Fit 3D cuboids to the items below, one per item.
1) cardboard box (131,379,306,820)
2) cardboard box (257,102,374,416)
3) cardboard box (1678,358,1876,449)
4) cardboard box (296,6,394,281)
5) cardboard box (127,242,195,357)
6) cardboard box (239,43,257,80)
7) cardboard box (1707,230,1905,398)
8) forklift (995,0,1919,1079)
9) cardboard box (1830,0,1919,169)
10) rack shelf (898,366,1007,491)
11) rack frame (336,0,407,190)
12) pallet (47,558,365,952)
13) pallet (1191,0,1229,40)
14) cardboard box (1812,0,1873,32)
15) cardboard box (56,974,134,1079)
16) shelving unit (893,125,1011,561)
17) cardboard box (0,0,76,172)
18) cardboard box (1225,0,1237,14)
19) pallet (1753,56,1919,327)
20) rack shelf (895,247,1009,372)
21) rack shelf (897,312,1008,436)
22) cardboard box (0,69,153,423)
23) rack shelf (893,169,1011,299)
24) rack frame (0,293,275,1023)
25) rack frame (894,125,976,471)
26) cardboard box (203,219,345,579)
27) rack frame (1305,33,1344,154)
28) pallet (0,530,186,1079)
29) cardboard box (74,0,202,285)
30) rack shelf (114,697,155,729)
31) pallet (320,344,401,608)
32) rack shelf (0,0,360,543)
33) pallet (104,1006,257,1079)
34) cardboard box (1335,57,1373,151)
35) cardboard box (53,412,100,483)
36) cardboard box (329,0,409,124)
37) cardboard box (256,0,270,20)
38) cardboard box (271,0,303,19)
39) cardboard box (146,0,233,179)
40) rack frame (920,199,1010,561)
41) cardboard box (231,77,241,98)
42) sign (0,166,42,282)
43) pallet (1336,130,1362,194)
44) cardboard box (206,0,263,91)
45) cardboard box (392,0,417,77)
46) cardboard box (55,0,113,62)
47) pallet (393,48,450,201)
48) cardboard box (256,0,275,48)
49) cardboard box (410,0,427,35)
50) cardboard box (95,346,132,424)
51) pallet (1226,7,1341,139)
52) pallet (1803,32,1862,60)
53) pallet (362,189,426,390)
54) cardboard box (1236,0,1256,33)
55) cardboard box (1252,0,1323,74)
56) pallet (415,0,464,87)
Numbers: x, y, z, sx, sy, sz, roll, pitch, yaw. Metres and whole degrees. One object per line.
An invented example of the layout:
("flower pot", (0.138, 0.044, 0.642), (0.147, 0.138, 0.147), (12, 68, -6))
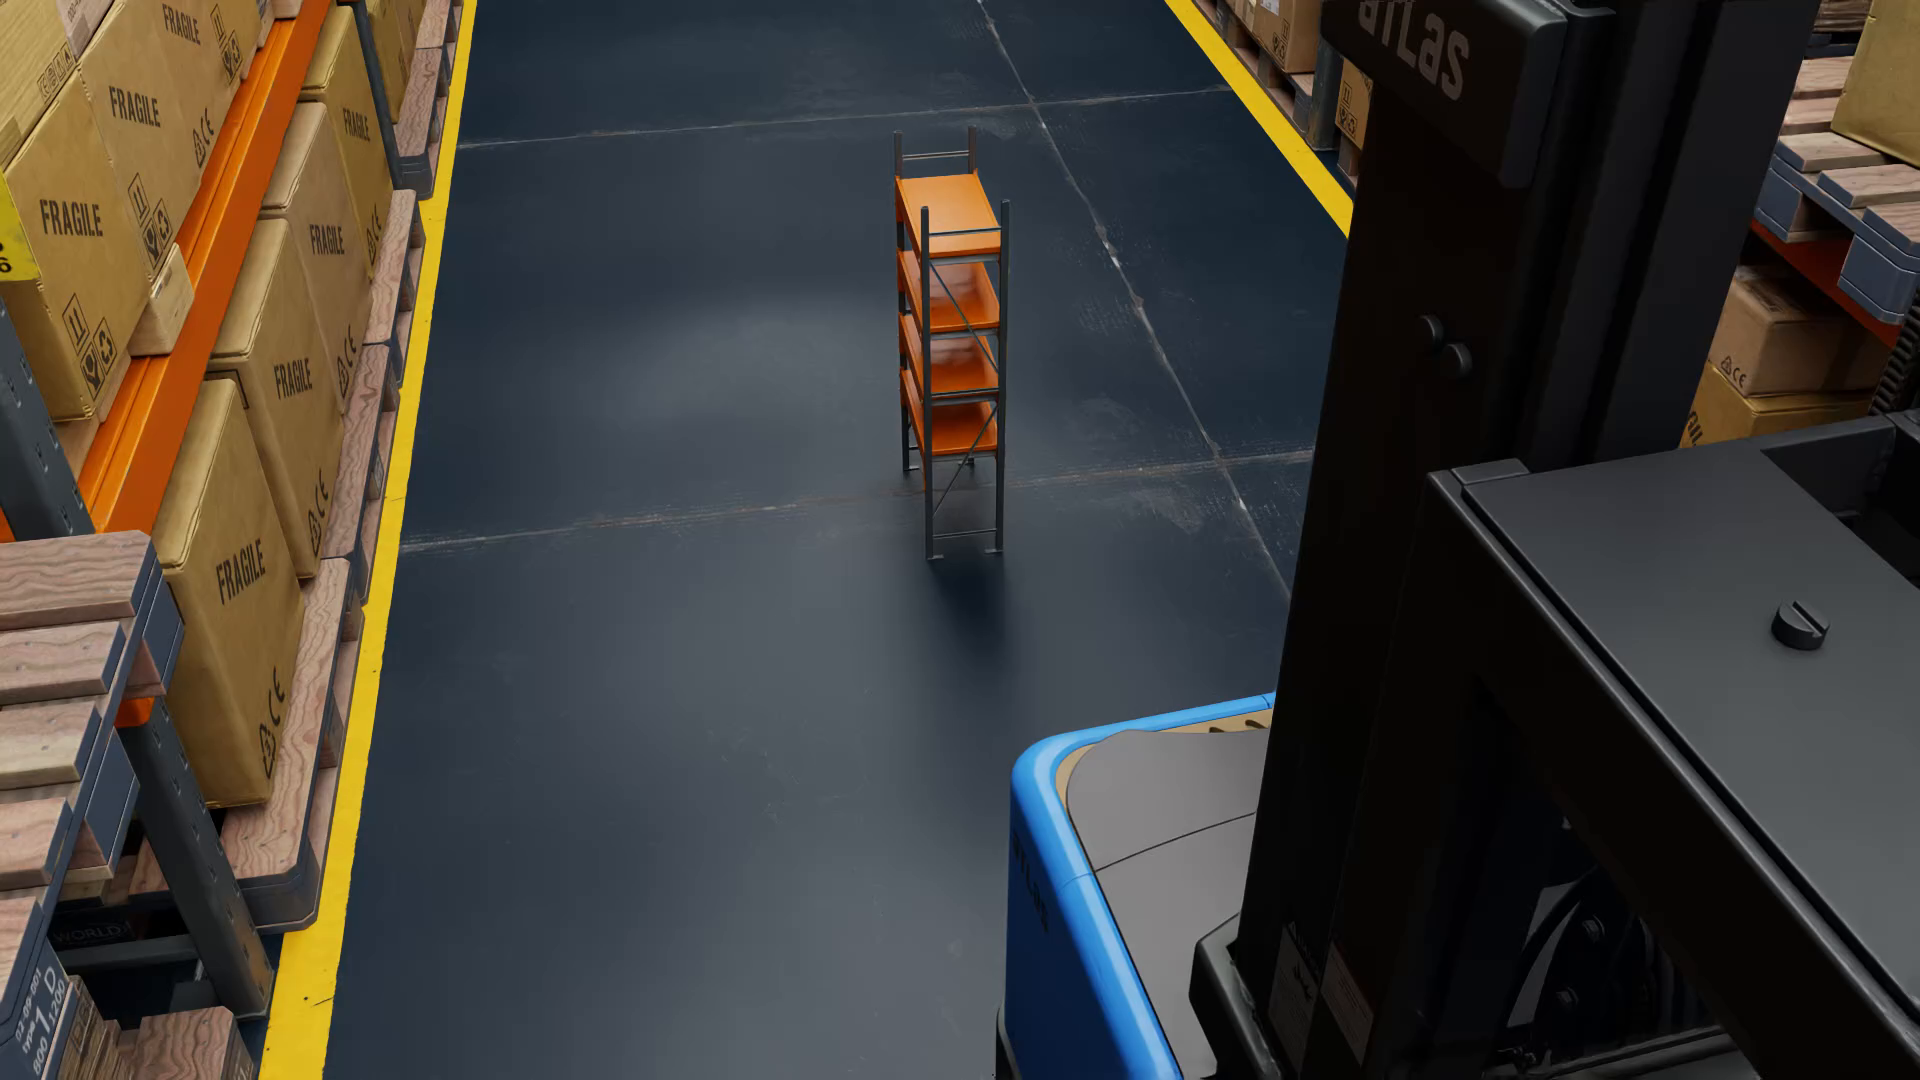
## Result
("cardboard box", (-2.099, 0.158, 4.011), (0.750, 0.750, 0.750), (-7, 38, -9))
("cardboard box", (-2.399, -0.884, 5.353), (0.750, 0.750, 0.750), (-5, 38, -7))
("cardboard box", (2.382, -0.328, 4.906), (0.500, 0.500, 0.500), (-5, 38, -6))
("cardboard box", (-2.558, -1.421, 6.044), (0.750, 0.750, 0.750), (-6, 38, -7))
("cardboard box", (-1.927, -0.522, 3.665), (0.380, 0.149, 0.250), (-5, 38, -7))
("cardboard box", (-2.283, -1.445, 4.854), (0.380, 0.149, 0.250), (-7, 38, -9))
("cardboard box", (2.368, -0.657, 4.719), (0.500, 0.250, 0.500), (-5, 38, -6))
("forklift", (0.955, 0.853, 1.763), (1.130, 2.935, 3.031), (-9, 39, -12))
("cardboard box", (2.556, -1.175, 3.894), (0.700, 0.500, 0.500), (-19, 42, -23))
("rack shelf", (-0.029, -0.364, 5.174), (0.258, 0.148, 0.480), (-6, 38, -8))
("rack frame", (-2.800, -2.482, 6.000), (1.000, 3.000, 0.127), (-6, 38, -8))
("pallet", (-2.163, 0.550, 4.369), (1.003, 0.211, 1.213), (-6, 38, -8))
("pallet", (1.740, -3.070, 9.029), (1.003, 0.211, 1.213), (-6, 38, -8))
("cardboard box", (2.584, -1.748, 4.631), (0.700, 0.500, 0.500), (0, 38, 1))
("cardboard box", (-1.921, 1.176, 2.970), (0.700, 0.500, 0.500), (-6, 38, -7))
("shelving unit", (-0.029, -0.574, 5.011), (0.258, 1.200, 0.503), (-6, 38, -8))
("cardboard box", (-1.930, -0.847, 2.944), (0.500, 0.250, 0.500), (-5, 38, -7))
("cardboard box", (1.566, -2.896, 8.366), (0.500, 0.311, 0.500), (-6, 38, -8))
("pallet", (2.590, -0.928, 4.155), (1.213, 0.211, 1.003), (-6, 38, -8))
("rack shelf", (-0.029, -0.697, 4.915), (0.258, 0.148, 0.480), (-6, 38, -8))
("rack shelf", (-0.029, -0.521, 5.052), (0.258, 0.148, 0.480), (-6, 38, -8))
("cardboard box", (-1.932, -0.552, 3.176), (0.500, 0.500, 0.500), (-5, 38, -7))
("rack shelf", (-0.029, -0.884, 4.769), (0.258, 0.148, 0.480), (-6, 38, -8))
("rack frame", (-2.099, -0.066, 2.891), (1.000, 3.000, 0.127), (-6, 38, -8))
("rack frame", (-0.072, -0.721, 5.200), (0.240, 1.200, 0.015), (-6, 38, -8))
("cardboard box", (-2.246, -0.371, 4.693), (0.750, 0.750, 0.750), (-6, 38, -8))
("rack frame", (2.076, -3.018, 6.689), (1.000, 3.000, 0.127), (-6, 38, -8))
("pallet", (-1.869, 0.428, 2.410), (1.213, 0.211, 1.003), (-6, 38, -8))
("cardboard box", (-2.015, -0.870, 3.584), (0.500, 0.500, 0.500), (-5, 38, -6))
("rack shelf", (-1.748, 1.426, 1.556), (1.077, 0.370, 4.000), (-6, 38, -8))
("pallet", (-2.373, -0.185, 5.316), (1.003, 0.211, 1.213), (-6, 38, -8))
("rack shelf", (-2.449, -0.990, 4.666), (1.077, 0.370, 4.000), (-6, 38, -8))
("pallet", (-1.963, 1.507, 3.138), (1.003, 0.211, 1.213), (-6, 38, -8))
("cardboard box", (1.921, -1.886, 6.911), (0.500, 0.500, 0.500), (-8, 39, -10))
("cardboard box", (-1.928, -0.199, 3.250), (0.380, 0.149, 0.250), (-7, 38, -9))
("cardboard box", (-2.830, -2.124, 7.234), (0.700, 0.500, 0.500), (-6, 38, -7))
("cardboard box", (-2.292, -1.784, 4.761), (0.500, 0.500, 0.500), (-6, 38, -8))
("cardboard box", (-2.289, -1.753, 5.250), (0.380, 0.149, 0.250), (-6, 38, -8))
("cardboard box", (-2.101, -1.169, 3.970), (0.500, 0.500, 0.500), (-6, 38, -8))
("rack frame", (0.014, -0.426, 4.821), (0.240, 1.200, 0.015), (-6, 38, -8))
("cardboard box", (-2.247, -1.284, 4.646), (0.380, 0.149, 0.250), (-5, 38, -7))
("sign", (-1.566, -0.556, 2.642), (0.100, 0.325, 0.005), (-6, 38, -8))
("pallet", (2.256, -1.429, 6.918), (1.003, 0.211, 1.213), (-6, 38, -8))
("cardboard box", (-2.200, -1.483, 4.374), (0.500, 0.500, 0.500), (-5, 38, -7))
("cardboard box", (-2.915, -2.428, 7.625), (0.700, 0.500, 0.500), (-7, 38, -8))
("cardboard box", (-2.020, -1.154, 3.339), (0.500, 0.250, 0.500), (-7, 38, -9))
("pallet", (-2.856, -1.849, 7.458), (1.003, 0.211, 1.213), (-6, 38, -8))
("cardboard box", (-2.312, -1.598, 5.051), (0.380, 0.149, 0.250), (-6, 38, -8))
("cardboard box", (-3.003, -2.738, 8.024), (0.700, 0.500, 0.500), (-5, 38, -7))
("cardboard box", (-1.964, -0.352, 3.447), (0.380, 0.149, 0.250), (-6, 38, -7))
("pallet", (1.957, -2.331, 8.079), (1.003, 0.211, 1.213), (-6, 38, -8))
("pallet", (2.432, -1.700, 5.149), (1.003, 0.211, 1.213), (-6, 38, -8))
("pallet", (-2.591, -0.923, 6.266), (1.003, 0.211, 1.213), (-6, 38, -8))
("cardboard box", (1.572, -2.599, 8.116), (0.380, 0.149, 0.250), (-6, 38, -8))
("cardboard box", (1.697, -2.518, 7.725), (0.500, 0.500, 0.500), (-6, 38, -8))
("pallet", (-3.074, -2.587, 8.408), (1.003, 0.211, 1.213), (-6, 38, -8))
